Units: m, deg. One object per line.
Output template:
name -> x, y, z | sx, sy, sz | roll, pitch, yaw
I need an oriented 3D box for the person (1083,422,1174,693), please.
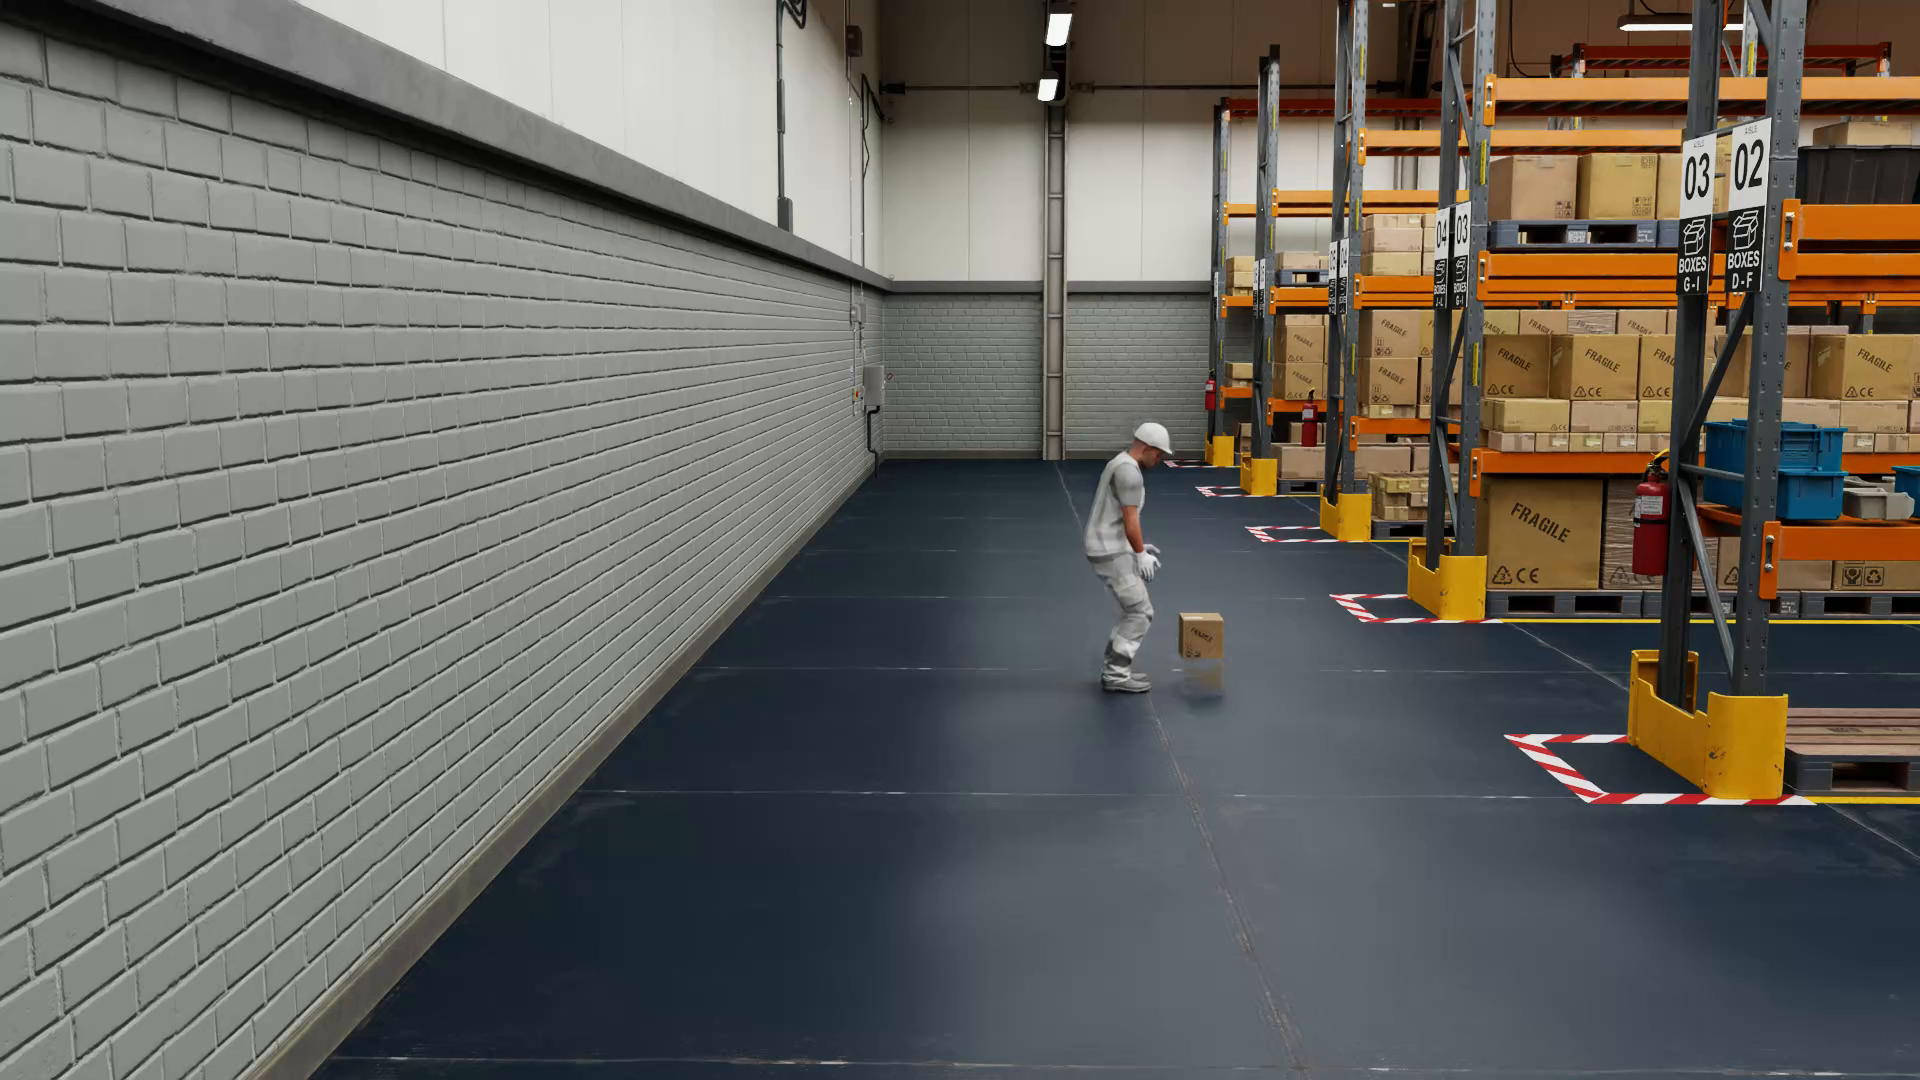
person -> 1.048, 0.096, 10.400 | 0.558, 1.666, 0.559 | 0, 7, 2
